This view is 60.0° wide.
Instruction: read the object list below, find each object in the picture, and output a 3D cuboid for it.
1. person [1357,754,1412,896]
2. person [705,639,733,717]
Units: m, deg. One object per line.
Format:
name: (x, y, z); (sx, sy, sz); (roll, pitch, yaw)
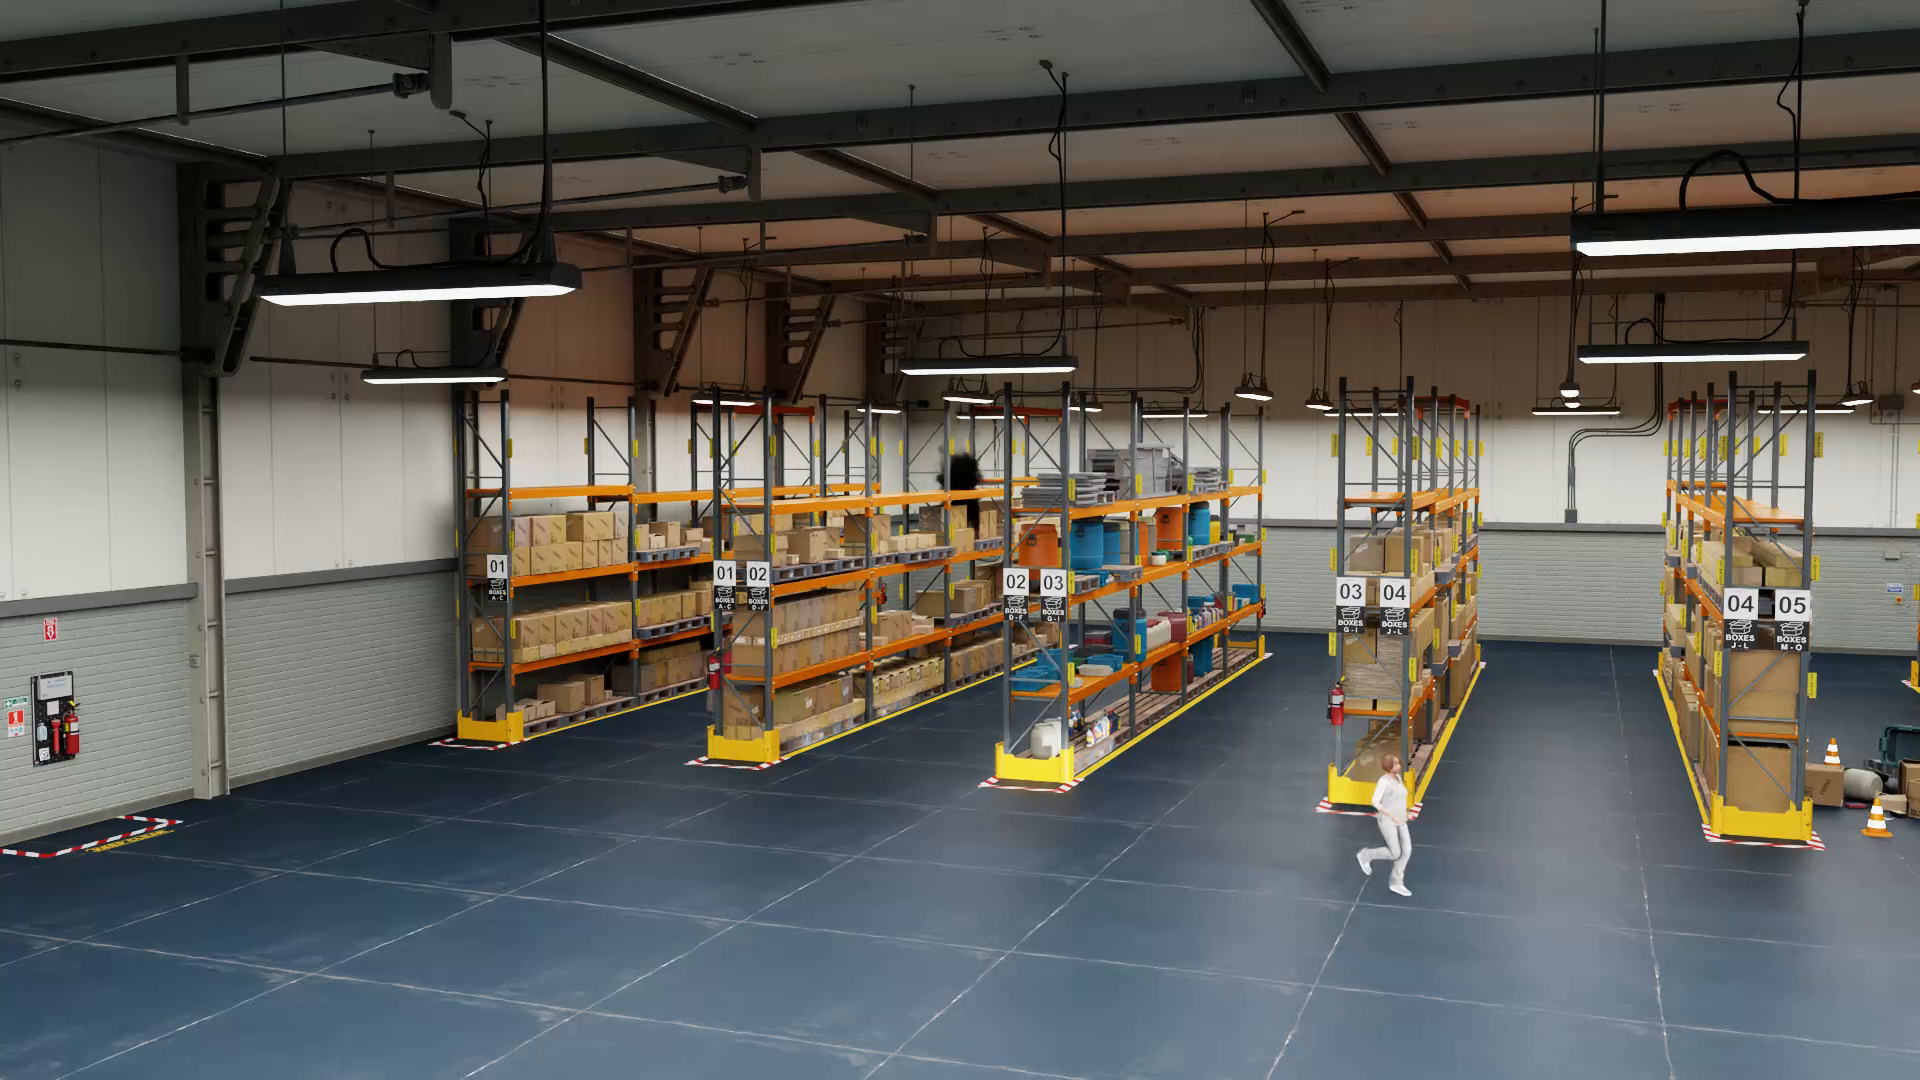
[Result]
person: (4.835, 3.195, 18.816); (0.536, 1.575, 0.664); (-3, 4, -44)
person: (-4.158, 2.563, 28.994); (0.649, 1.680, 0.595); (1, 3, 13)
